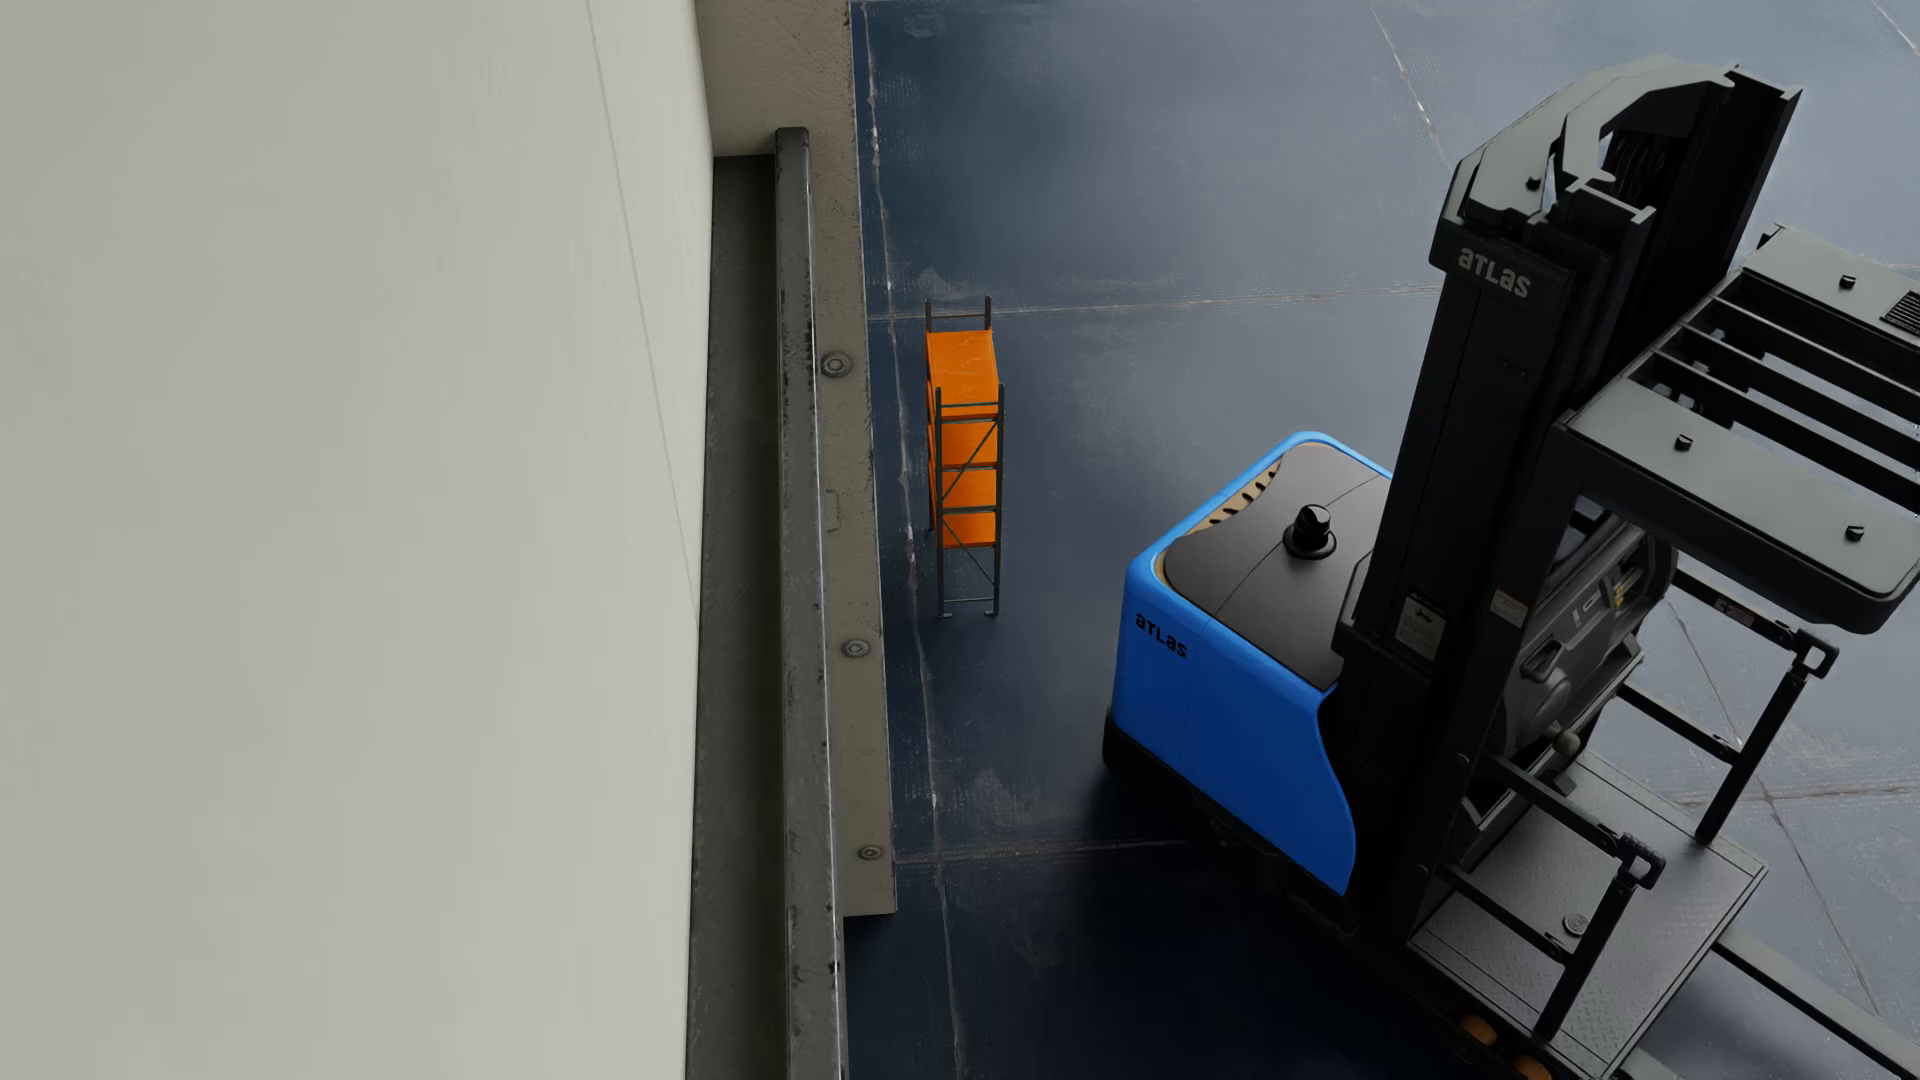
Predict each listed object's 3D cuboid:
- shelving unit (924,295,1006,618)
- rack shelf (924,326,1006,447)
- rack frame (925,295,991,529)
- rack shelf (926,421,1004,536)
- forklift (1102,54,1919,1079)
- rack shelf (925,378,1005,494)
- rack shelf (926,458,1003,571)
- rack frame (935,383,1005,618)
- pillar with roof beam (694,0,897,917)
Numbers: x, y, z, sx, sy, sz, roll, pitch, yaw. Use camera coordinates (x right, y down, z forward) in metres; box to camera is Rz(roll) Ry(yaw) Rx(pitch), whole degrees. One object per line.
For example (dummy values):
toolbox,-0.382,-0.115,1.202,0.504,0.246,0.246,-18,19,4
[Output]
shelving unit,0.014,-0.293,6.337,0.258,1.200,0.503,-3,47,-3
rack shelf,0.014,-0.563,6.052,0.258,0.148,0.480,-3,47,-3
rack frame,-0.007,-0.469,6.505,0.240,1.200,0.015,-3,47,-3
rack shelf,0.014,-0.247,6.386,0.258,0.148,0.480,-3,47,-3
forklift,1.916,0.327,4.558,3.031,2.935,1.130,36,56,29
rack shelf,0.014,-0.400,6.224,0.258,0.148,0.480,-3,47,-3
rack shelf,0.014,-0.110,6.530,0.258,0.148,0.480,-3,47,-3
rack frame,0.034,-0.116,6.170,0.240,1.200,0.015,-3,47,-3
pillar with roof beam,3.906,-2.218,2.789,9.100,9.000,0.400,-3,47,-3
